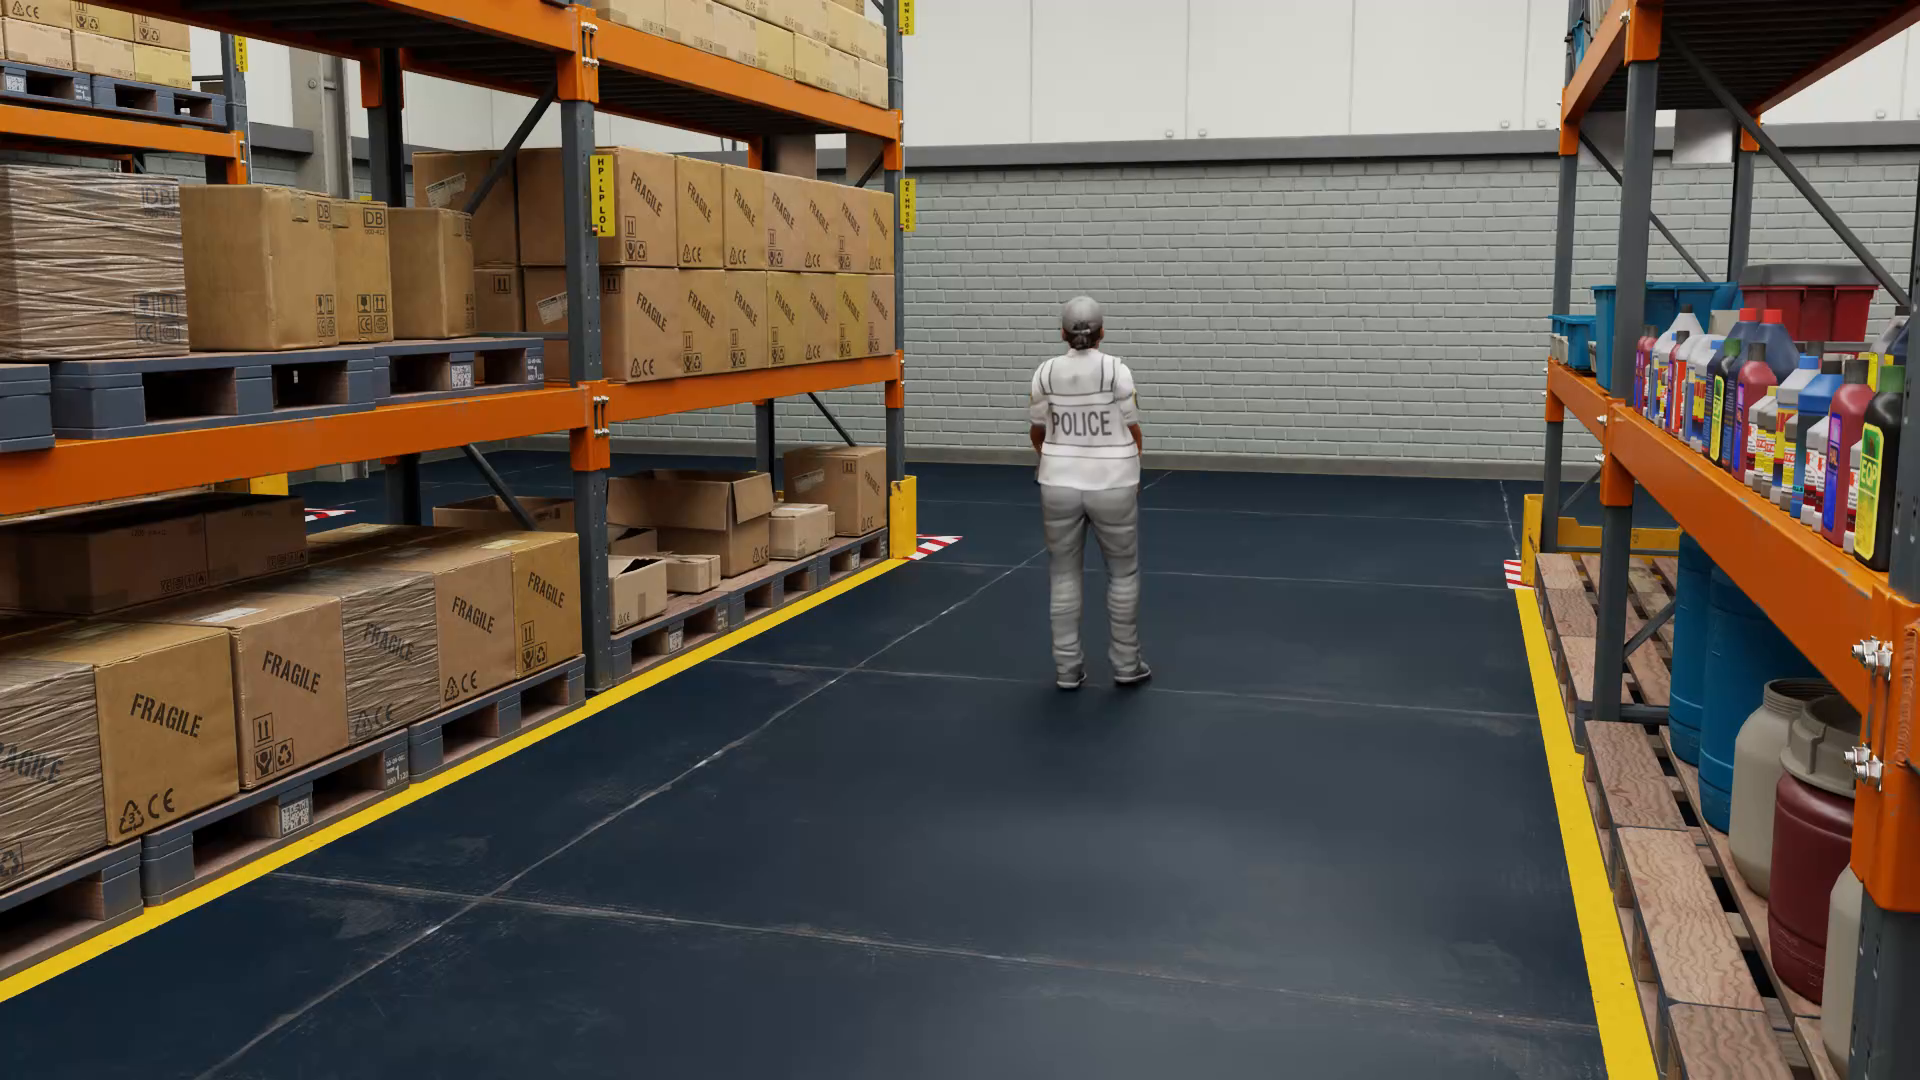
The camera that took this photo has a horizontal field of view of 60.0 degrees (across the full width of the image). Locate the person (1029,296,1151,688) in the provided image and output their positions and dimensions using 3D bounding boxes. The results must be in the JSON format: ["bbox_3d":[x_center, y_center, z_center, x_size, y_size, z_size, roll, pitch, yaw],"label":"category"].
[{"bbox_3d":[0.557,-0.205,7.158,0.502,1.671,0.512,2,9,16],"label":"person"}]
